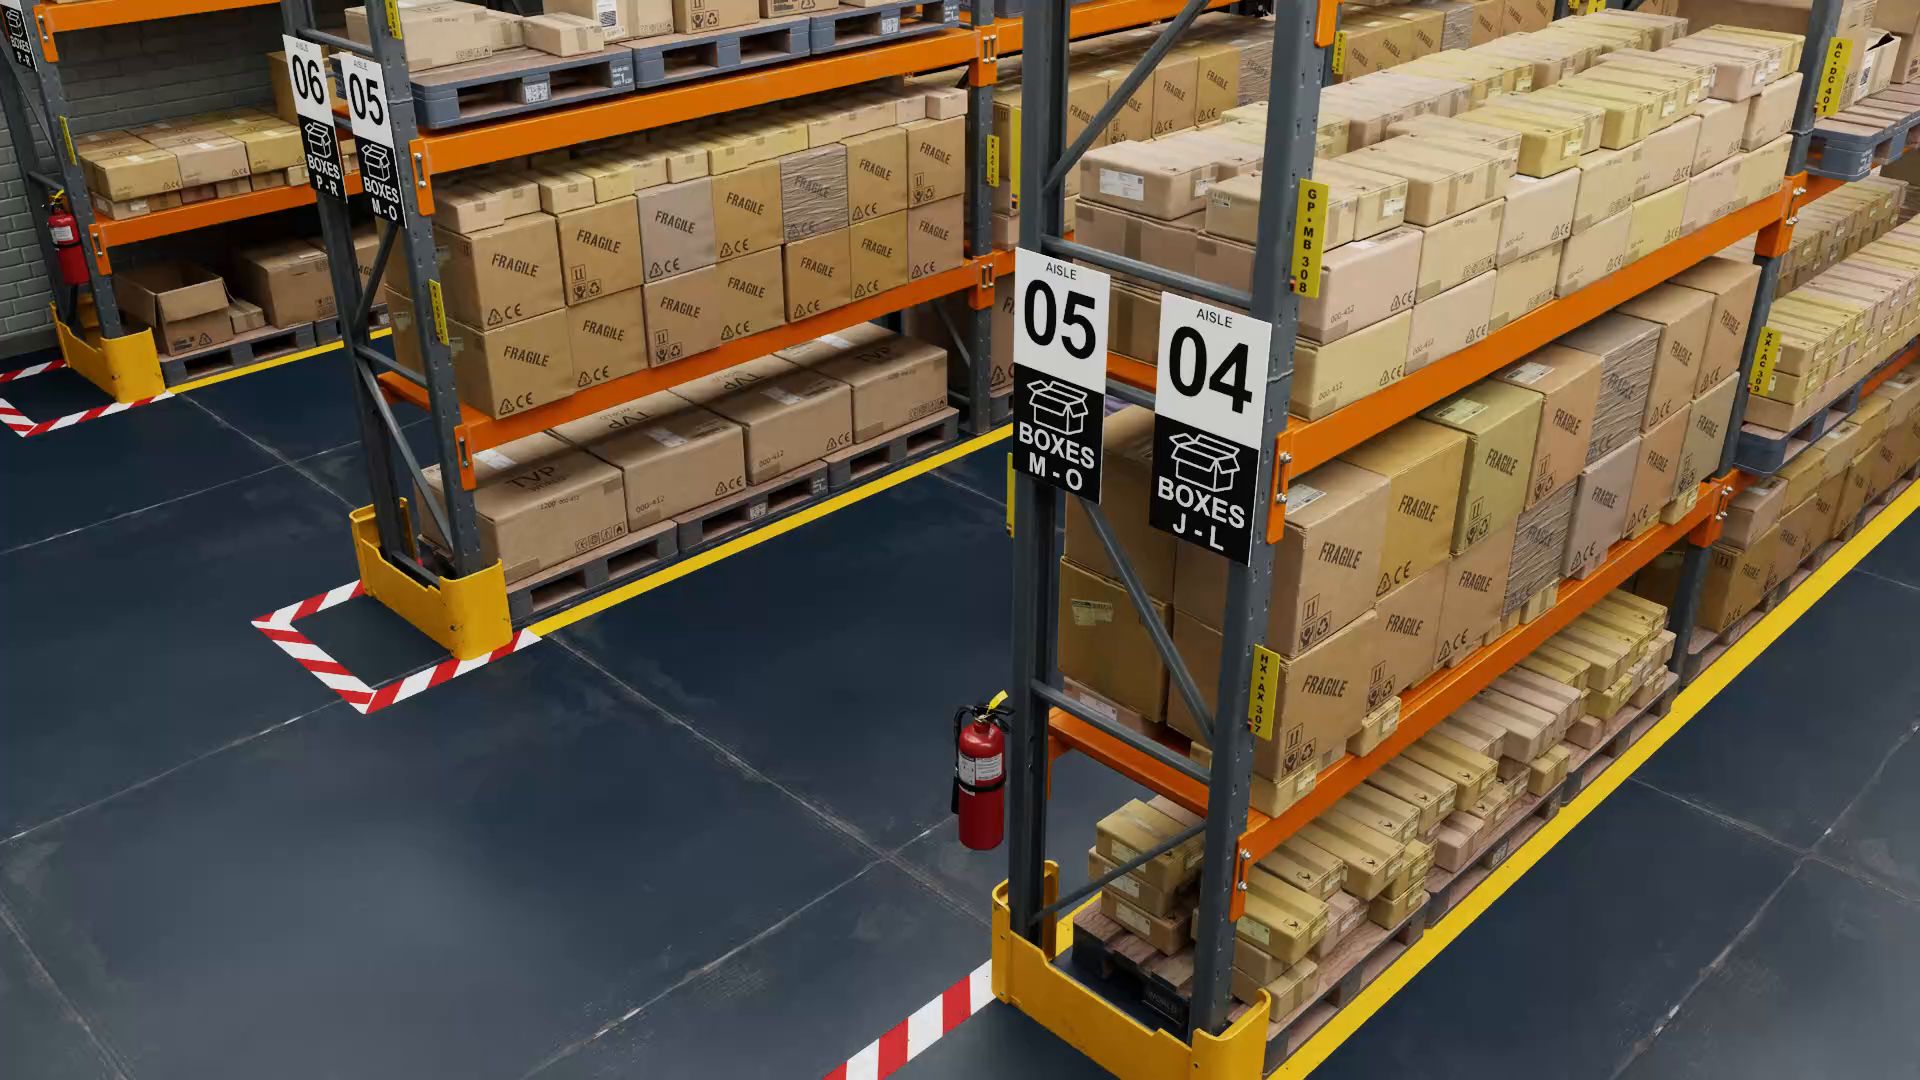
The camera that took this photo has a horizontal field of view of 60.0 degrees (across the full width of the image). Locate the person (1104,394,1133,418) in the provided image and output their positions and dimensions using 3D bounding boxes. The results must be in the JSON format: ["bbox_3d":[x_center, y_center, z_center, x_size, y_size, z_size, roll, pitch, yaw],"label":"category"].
[{"bbox_3d":[0.944,-0.537,9.642,0.552,1.652,0.331,24,36,37],"label":"person"}]
